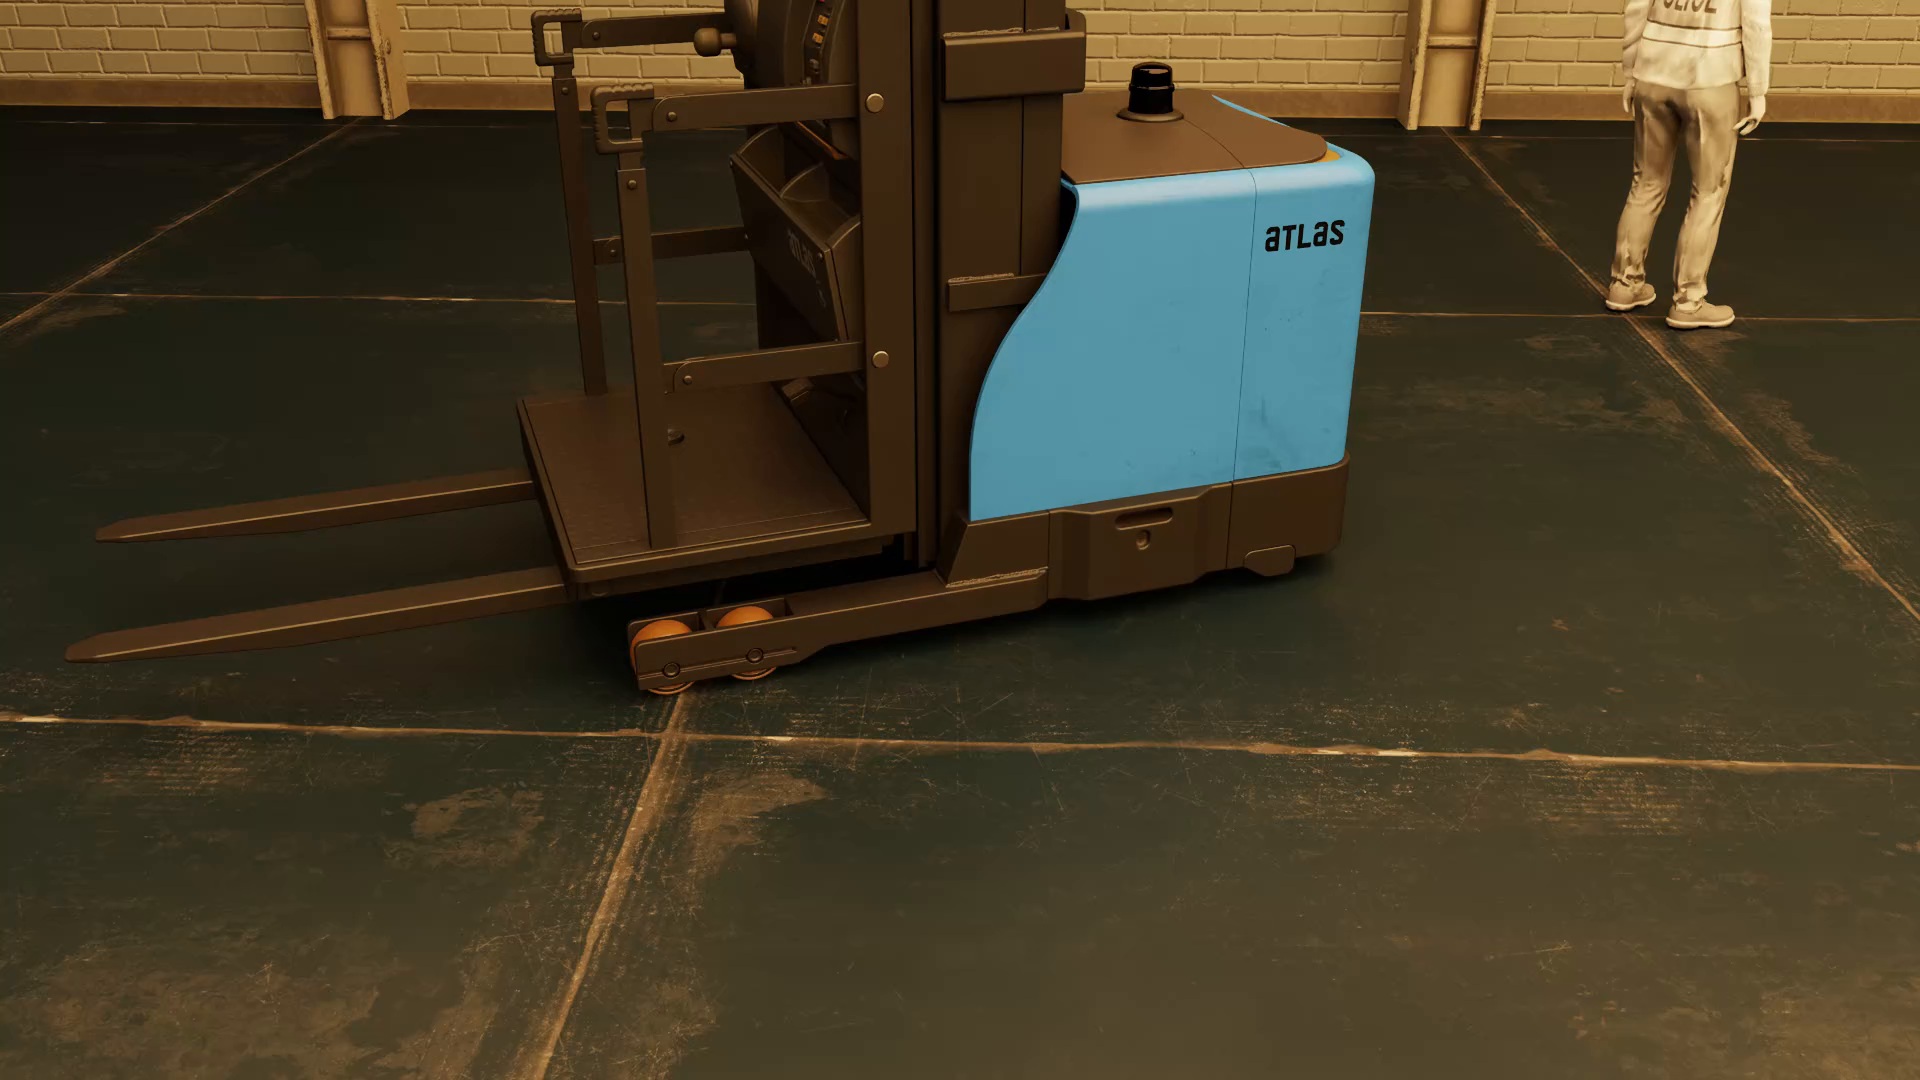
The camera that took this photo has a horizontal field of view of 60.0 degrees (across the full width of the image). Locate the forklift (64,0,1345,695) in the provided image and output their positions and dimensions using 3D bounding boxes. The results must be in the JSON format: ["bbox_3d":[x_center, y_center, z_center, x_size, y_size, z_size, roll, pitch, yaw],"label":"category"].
[{"bbox_3d":[-0.575,-1.226,3.694,3.031,2.935,1.121,-9,28,-17],"label":"forklift"}]

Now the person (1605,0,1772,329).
[{"bbox_3d":[2.591,-1.602,5.890,0.374,1.665,0.547,-19,32,-34],"label":"person"}]
